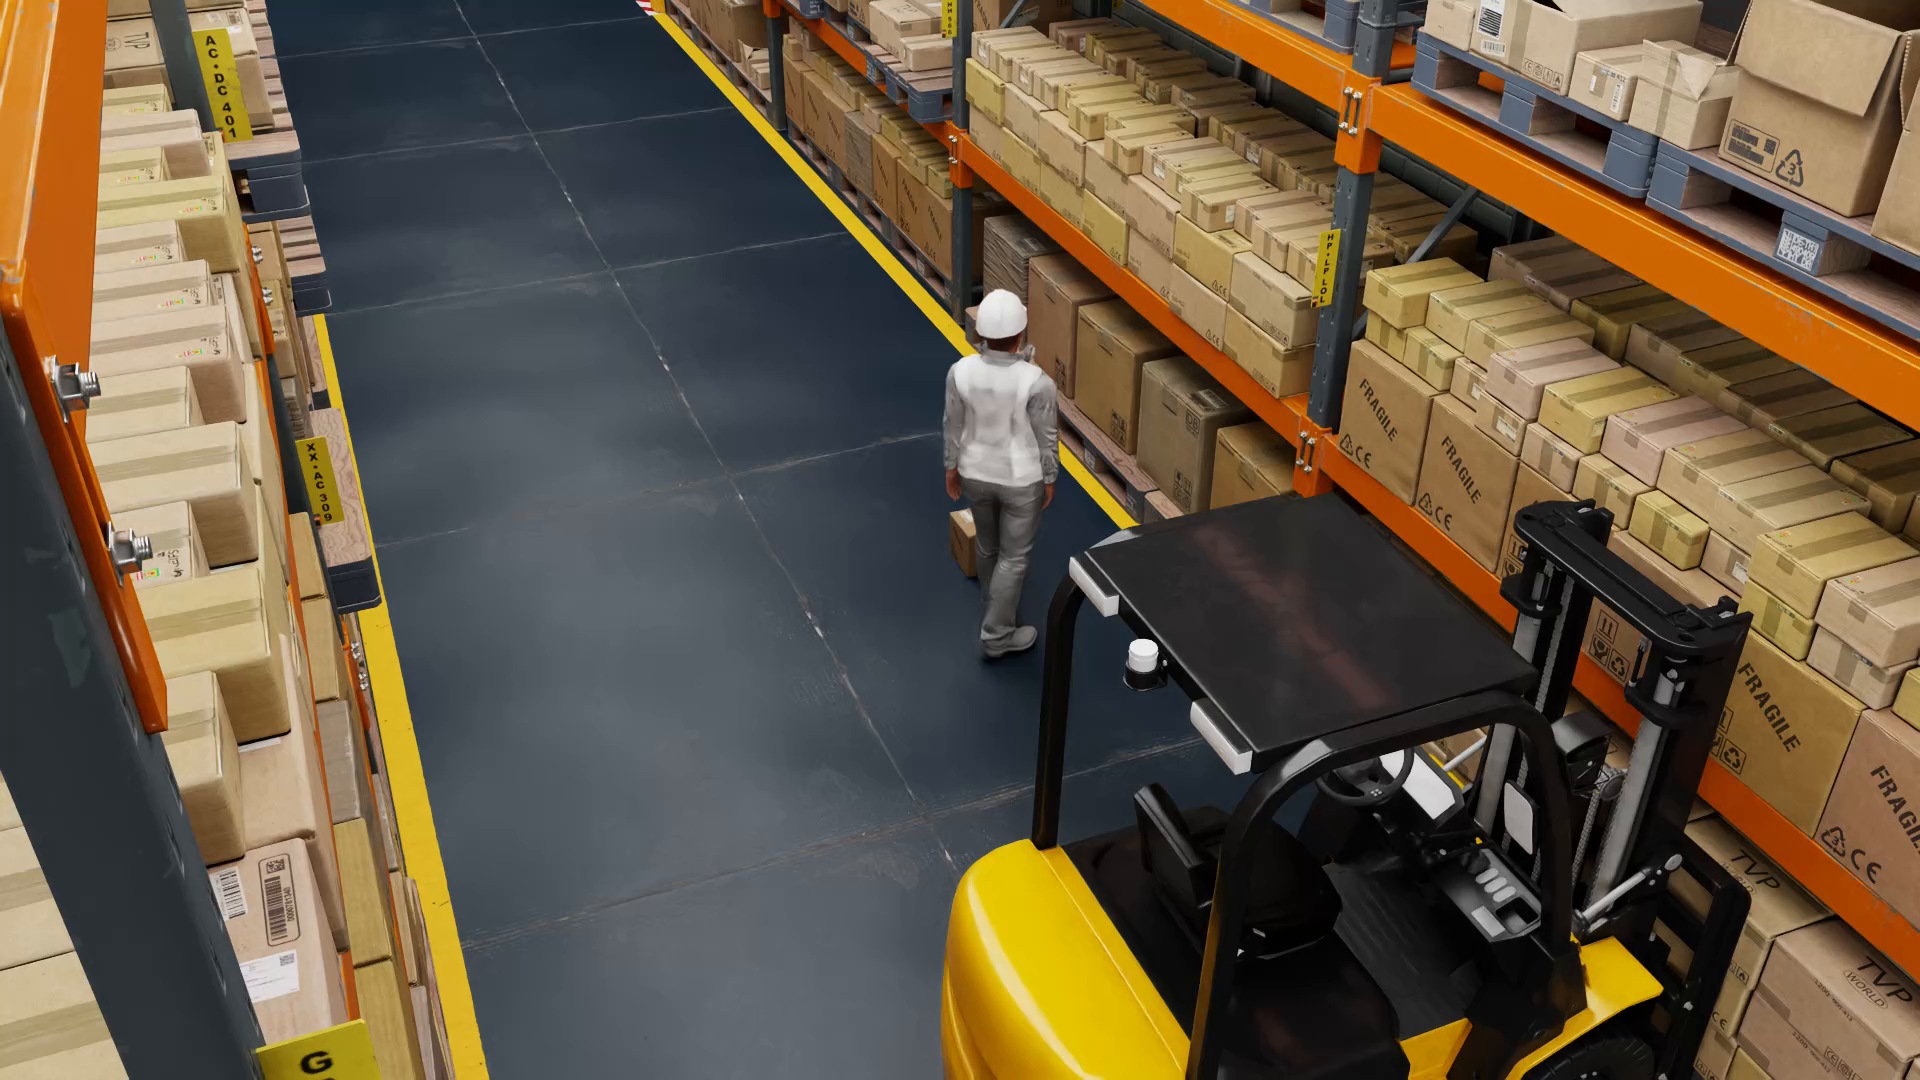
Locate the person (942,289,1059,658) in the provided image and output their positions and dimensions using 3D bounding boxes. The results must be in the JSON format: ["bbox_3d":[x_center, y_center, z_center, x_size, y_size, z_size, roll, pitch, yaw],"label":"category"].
[{"bbox_3d":[0.202,-0.324,7.599,0.539,1.776,0.620,14,36,21],"label":"person"}]
